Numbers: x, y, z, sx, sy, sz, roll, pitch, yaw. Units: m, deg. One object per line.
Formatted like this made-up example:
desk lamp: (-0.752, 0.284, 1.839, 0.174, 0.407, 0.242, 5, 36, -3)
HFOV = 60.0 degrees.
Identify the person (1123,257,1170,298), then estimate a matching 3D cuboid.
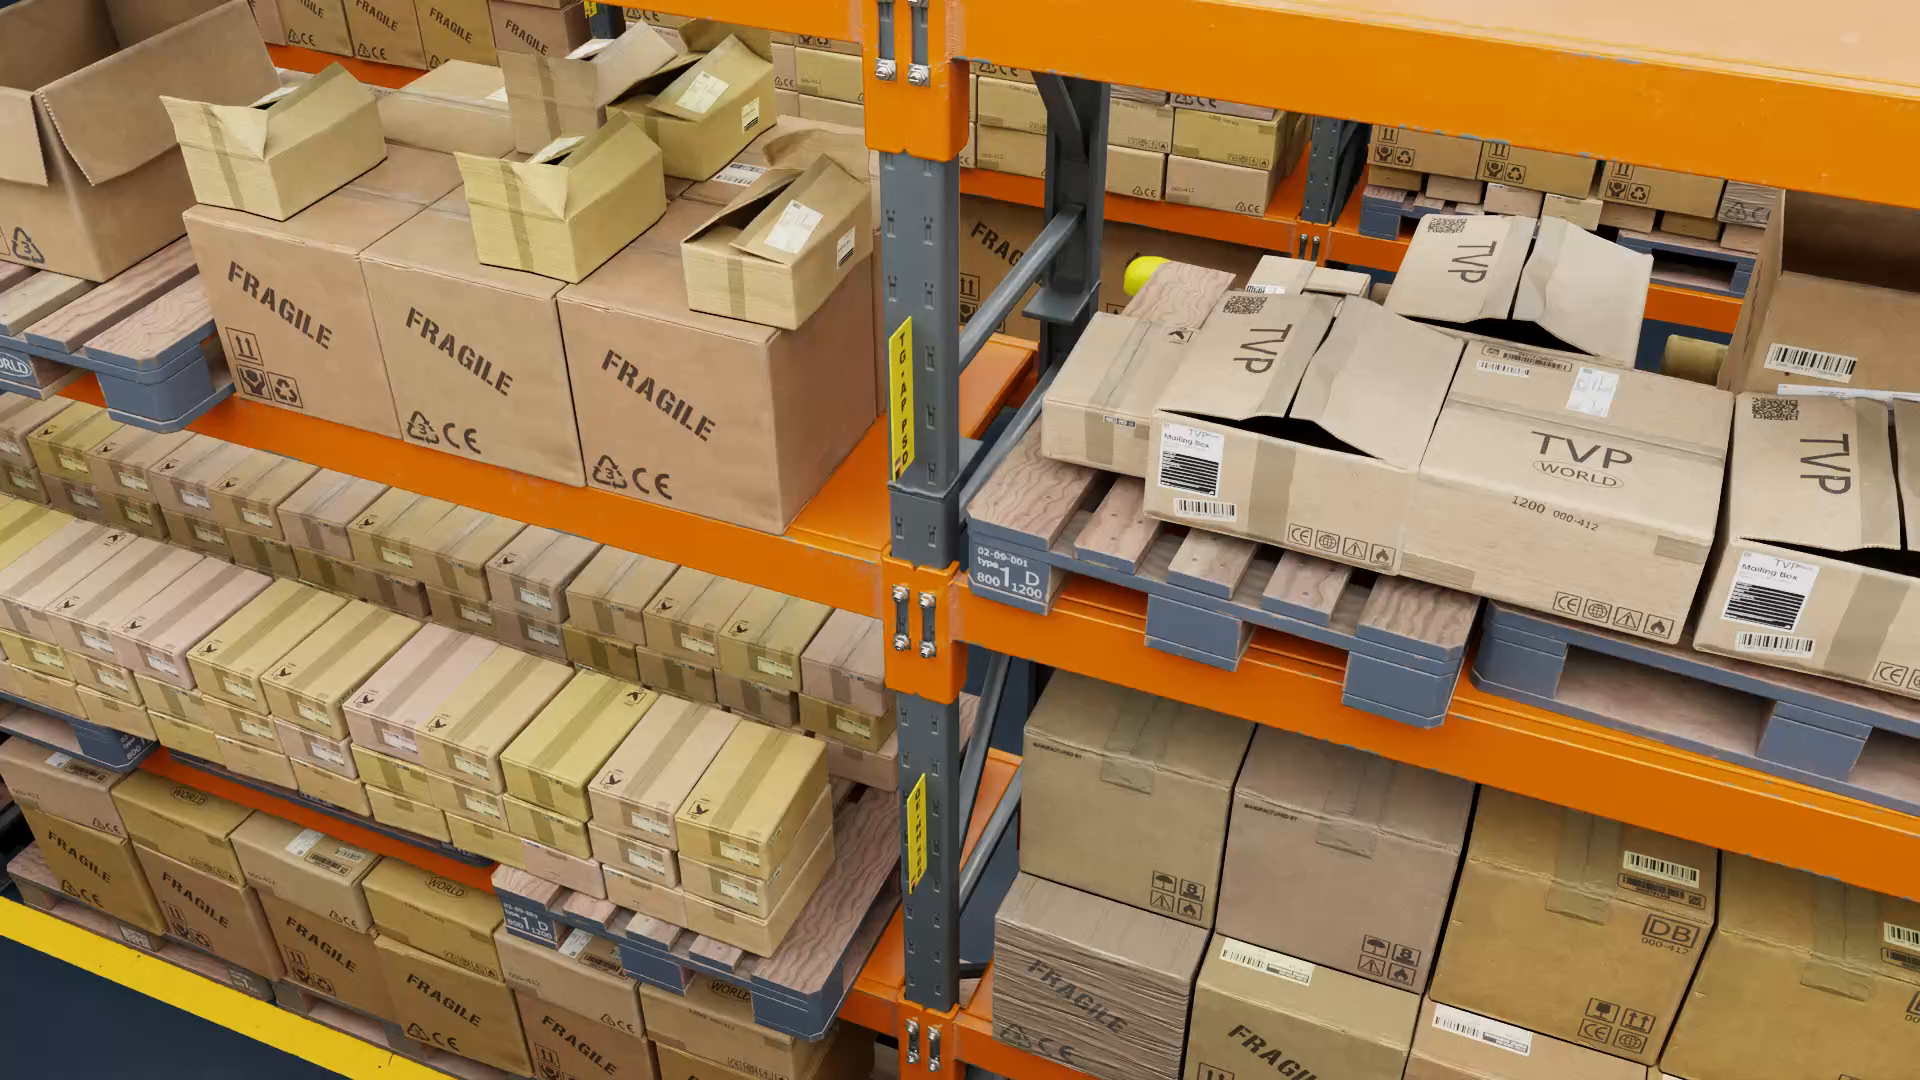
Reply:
person: (0.911, -0.434, 7.372, 0.558, 1.763, 0.505, 14, 39, 17)
